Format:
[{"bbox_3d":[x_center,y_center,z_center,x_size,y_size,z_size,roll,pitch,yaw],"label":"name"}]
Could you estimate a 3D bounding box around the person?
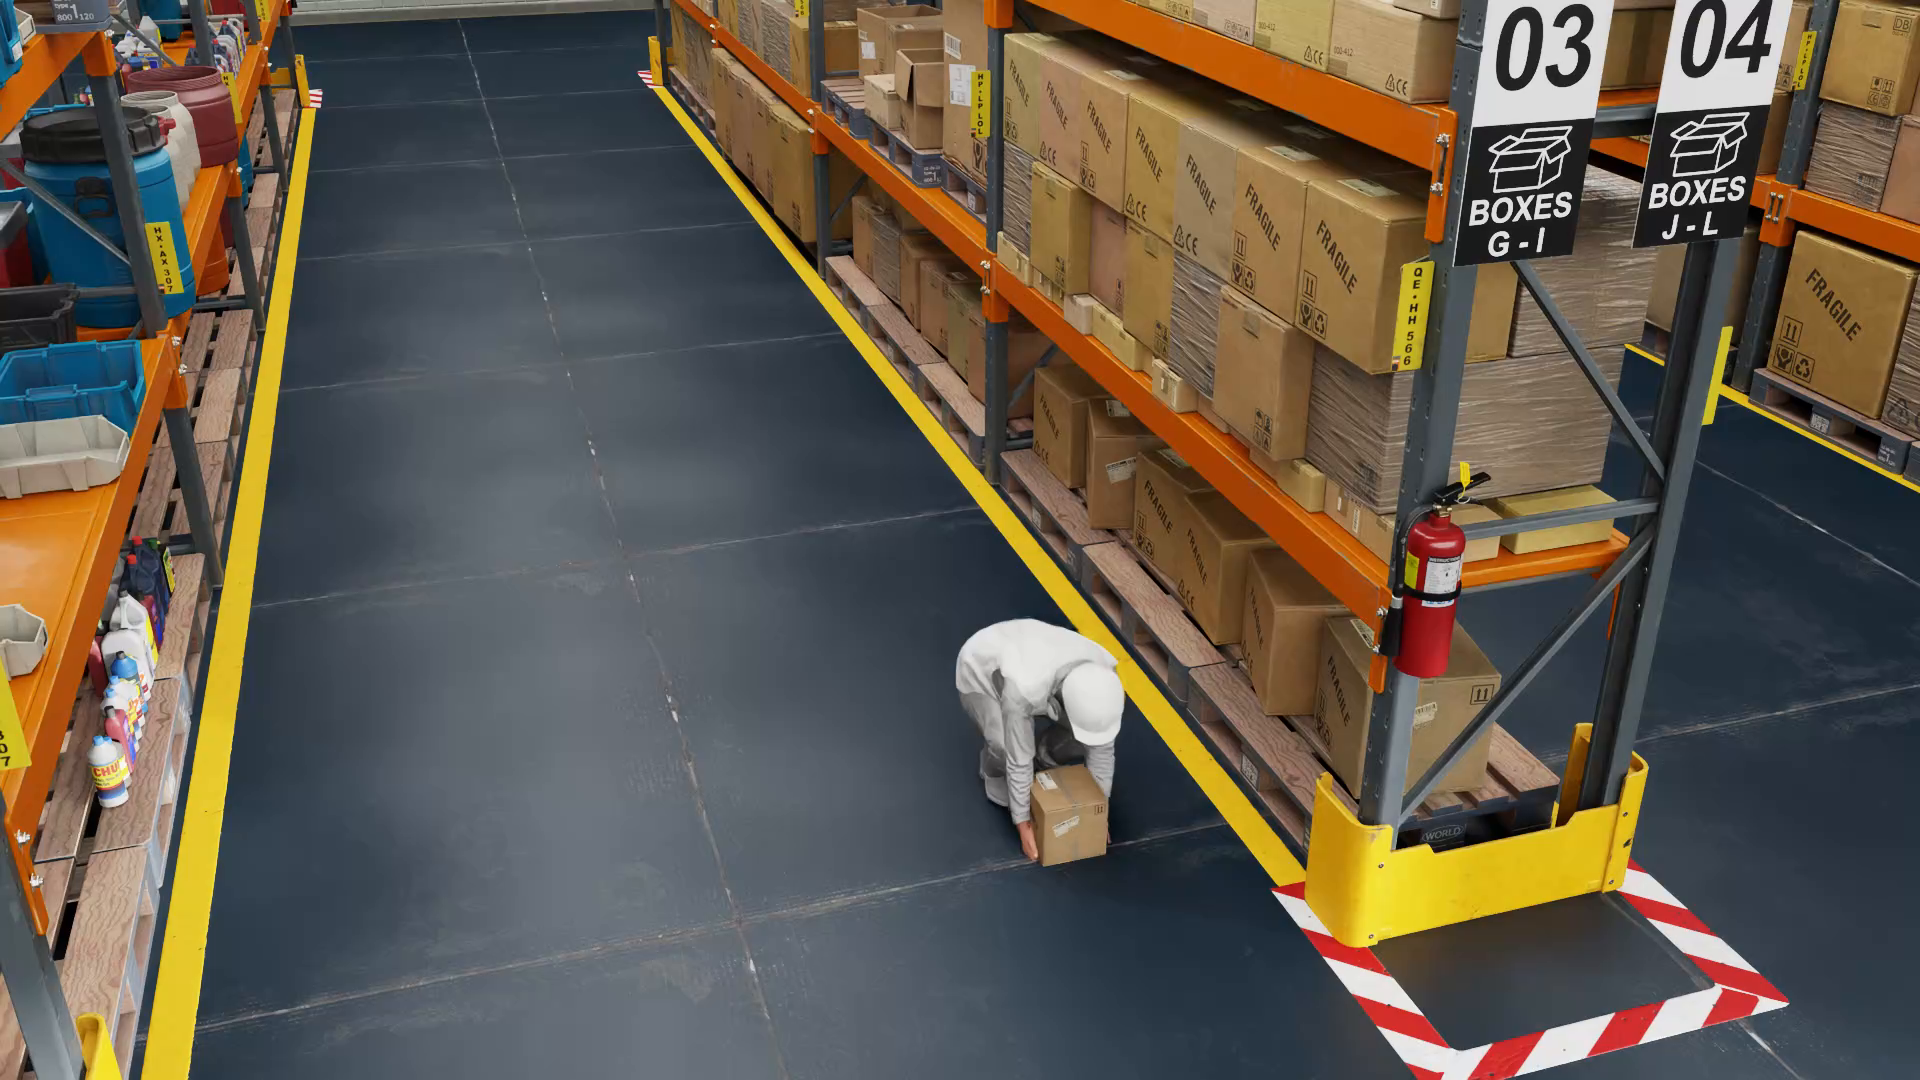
[{"bbox_3d":[0.322,0.702,6.358,0.508,0.862,0.953,-9,28,-18],"label":"person"}]
